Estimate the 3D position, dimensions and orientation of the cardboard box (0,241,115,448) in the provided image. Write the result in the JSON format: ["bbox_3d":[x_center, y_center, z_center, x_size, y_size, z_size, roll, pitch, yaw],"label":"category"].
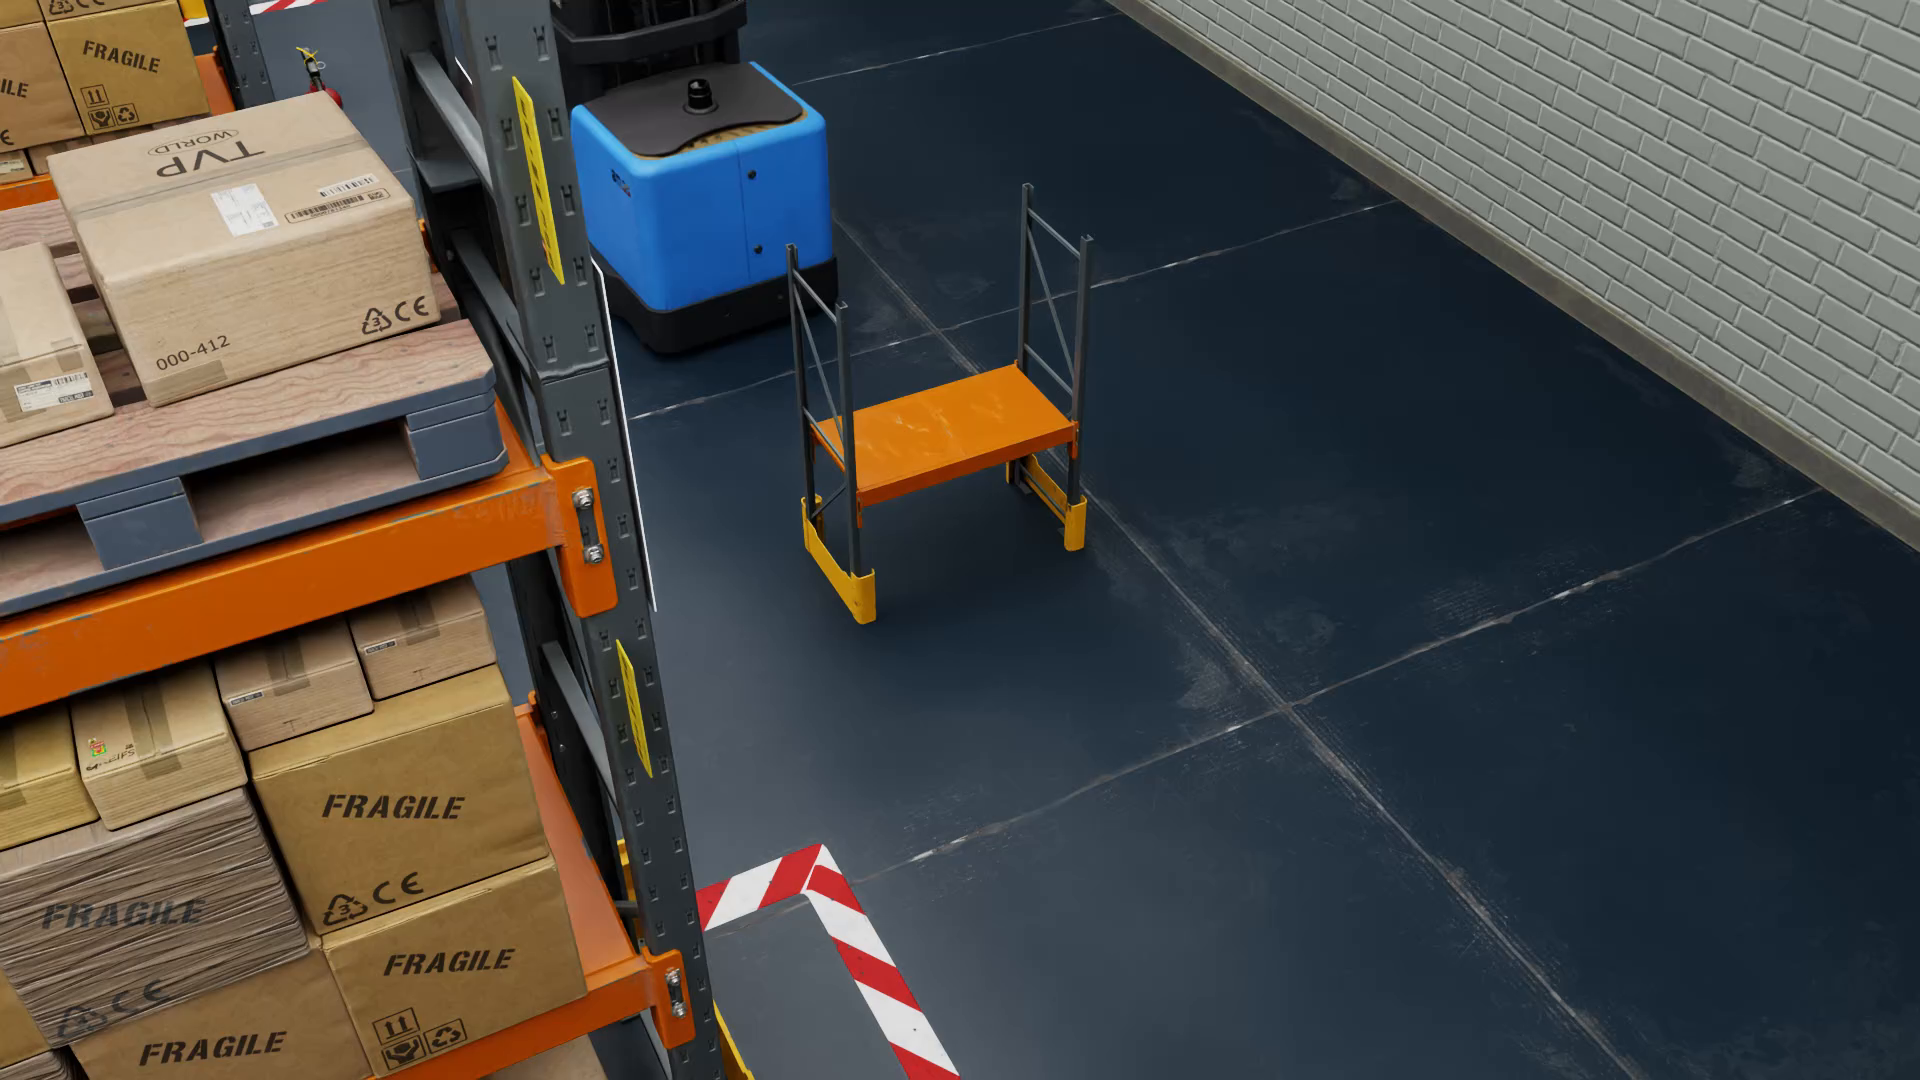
[{"bbox_3d":[-1.604,-0.323,2.781,0.250,0.149,0.380,-22,45,-24],"label":"cardboard box"}]

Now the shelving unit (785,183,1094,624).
[{"bbox_3d":[-0.068,-0.550,6.739,1.083,1.500,0.587,-19,44,-21],"label":"shelving unit"}]

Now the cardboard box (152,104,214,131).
[{"bbox_3d":[-3.446,-1.884,7.348,0.250,0.149,0.380,-19,44,-21],"label":"cardboard box"}]

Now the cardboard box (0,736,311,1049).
[{"bbox_3d":[-1.679,0.601,3.367,0.500,0.500,0.500,-18,44,-20],"label":"cardboard box"}]

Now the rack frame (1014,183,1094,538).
[{"bbox_3d":[0.375,-0.699,6.915,0.032,1.500,0.500,-19,44,-21],"label":"rack frame"}]

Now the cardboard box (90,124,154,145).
[{"bbox_3d":[-3.684,-1.831,7.286,0.250,0.149,0.380,-19,44,-21],"label":"cardboard box"}]

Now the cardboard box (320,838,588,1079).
[{"bbox_3d":[-1.217,0.825,3.877,0.500,0.500,0.500,-18,44,-20],"label":"cardboard box"}]

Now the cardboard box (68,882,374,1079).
[{"bbox_3d":[-1.669,0.966,3.710,0.500,0.500,0.500,-20,44,-22],"label":"cardboard box"}]

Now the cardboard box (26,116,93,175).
[{"bbox_3d":[-3.900,-1.748,7.187,0.250,0.149,0.380,-19,44,-21],"label":"cardboard box"}]

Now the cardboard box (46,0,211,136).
[{"bbox_3d":[-3.567,-2.109,7.112,0.500,0.500,0.500,-18,43,-20],"label":"cardboard box"}]

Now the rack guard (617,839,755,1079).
[{"bbox_3d":[-0.890,1.514,5.074,0.348,0.500,1.175,-19,44,-21],"label":"rack guard"}]

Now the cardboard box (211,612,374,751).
[{"bbox_3d":[-1.351,0.211,3.325,0.250,0.149,0.380,-18,43,-20],"label":"cardboard box"}]

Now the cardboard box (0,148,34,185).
[{"bbox_3d":[-4.115,-1.658,7.082,0.250,0.149,0.380,-17,43,-20],"label":"cardboard box"}]

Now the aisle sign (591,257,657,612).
[{"bbox_3d":[-0.705,-0.269,3.234,0.004,0.787,0.394,-19,44,-21],"label":"aisle sign"}]

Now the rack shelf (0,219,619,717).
[{"bbox_3d":[-2.685,0.294,2.816,4.000,0.370,1.077,-19,44,-21],"label":"rack shelf"}]

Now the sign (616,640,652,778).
[{"bbox_3d":[-0.673,0.350,3.435,0.005,0.325,0.100,-19,44,-21],"label":"sign"}]

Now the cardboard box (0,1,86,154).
[{"bbox_3d":[-4.027,-1.958,6.934,0.500,0.500,0.500,-19,44,-21],"label":"cardboard box"}]

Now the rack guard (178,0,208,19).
[{"bbox_3d":[-5.468,-4.164,11.783,0.348,0.500,1.175,-19,44,-21],"label":"rack guard"}]

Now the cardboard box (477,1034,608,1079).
[{"bbox_3d":[-1.451,1.639,4.650,0.875,0.438,0.875,-20,44,-22],"label":"cardboard box"}]

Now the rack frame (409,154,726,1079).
[{"bbox_3d":[-0.912,0.567,4.258,0.127,3.000,1.000,-19,44,-21],"label":"rack frame"}]

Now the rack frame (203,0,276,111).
[{"bbox_3d":[-3.288,-2.239,7.573,0.127,3.000,1.000,-19,44,-21],"label":"rack frame"}]

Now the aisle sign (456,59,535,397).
[{"bbox_3d":[-0.982,-0.613,3.640,0.004,0.787,0.394,-19,44,-21],"label":"aisle sign"}]

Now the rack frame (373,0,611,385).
[{"bbox_3d":[-0.912,-1.722,2.320,0.127,3.000,1.000,-19,44,-21],"label":"rack frame"}]

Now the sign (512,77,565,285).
[{"bbox_3d":[-0.673,-0.570,2.656,0.005,0.325,0.100,-19,44,-21],"label":"sign"}]

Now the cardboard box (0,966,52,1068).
[{"bbox_3d":[-2.119,0.746,3.195,0.500,0.500,0.500,-19,44,-21],"label":"cardboard box"}]

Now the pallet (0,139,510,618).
[{"bbox_3d":[-1.565,-0.316,3.049,1.213,0.211,1.003,-19,44,-21],"label":"pallet"}]

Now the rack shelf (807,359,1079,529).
[{"bbox_3d":[-0.076,-0.410,6.852,1.000,0.185,0.538,-19,44,-21],"label":"rack shelf"}]

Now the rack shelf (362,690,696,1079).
[{"bbox_3d":[-2.685,1.439,3.785,4.000,0.370,1.077,-19,44,-21],"label":"rack shelf"}]

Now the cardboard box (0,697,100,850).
[{"bbox_3d":[-1.784,0.388,3.116,0.250,0.149,0.380,-18,43,-20],"label":"cardboard box"}]

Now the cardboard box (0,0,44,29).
[{"bbox_3d":[-4.028,-2.342,6.614,0.500,0.500,0.500,-20,44,-22],"label":"cardboard box"}]

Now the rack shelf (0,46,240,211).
[{"bbox_3d":[-5.062,-1.368,7.101,4.000,0.370,1.077,-19,44,-21],"label":"rack shelf"}]

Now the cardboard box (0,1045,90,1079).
[{"bbox_3d":[-2.121,1.125,3.522,0.500,0.500,0.500,-17,43,-19],"label":"cardboard box"}]

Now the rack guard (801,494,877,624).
[{"bbox_3d":[-0.509,0.076,6.967,0.087,0.250,0.587,-19,44,-21],"label":"rack guard"}]

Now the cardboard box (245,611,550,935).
[{"bbox_3d":[-1.229,0.428,3.572,0.500,0.500,0.500,-17,43,-19],"label":"cardboard box"}]

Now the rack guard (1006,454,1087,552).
[{"bbox_3d":[0.374,-0.221,7.318,0.087,0.250,0.587,-19,44,-21],"label":"rack guard"}]

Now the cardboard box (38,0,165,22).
[{"bbox_3d":[-3.579,-2.493,6.792,0.500,0.500,0.500,-19,44,-22],"label":"cardboard box"}]

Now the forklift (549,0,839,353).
[{"bbox_3d":[-1.841,-2.970,8.490,1.130,2.935,3.031,-22,45,-24],"label":"forklift"}]

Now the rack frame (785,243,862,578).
[{"bbox_3d":[-0.527,-0.395,6.556,0.032,1.500,0.500,-19,44,-21],"label":"rack frame"}]

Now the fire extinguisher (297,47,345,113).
[{"bbox_3d":[-2.851,-1.878,7.495,0.183,0.674,0.296,-19,44,-21],"label":"fire extinguisher"}]

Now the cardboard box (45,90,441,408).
[{"bbox_3d":[-1.269,-0.533,2.950,0.500,0.250,0.500,-23,45,-24],"label":"cardboard box"}]

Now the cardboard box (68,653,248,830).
[{"bbox_3d":[-1.541,0.337,3.177,0.250,0.149,0.380,-19,44,-21],"label":"cardboard box"}]

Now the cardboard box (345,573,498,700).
[{"bbox_3d":[-1.137,0.122,3.431,0.250,0.149,0.380,-18,43,-20],"label":"cardboard box"}]
